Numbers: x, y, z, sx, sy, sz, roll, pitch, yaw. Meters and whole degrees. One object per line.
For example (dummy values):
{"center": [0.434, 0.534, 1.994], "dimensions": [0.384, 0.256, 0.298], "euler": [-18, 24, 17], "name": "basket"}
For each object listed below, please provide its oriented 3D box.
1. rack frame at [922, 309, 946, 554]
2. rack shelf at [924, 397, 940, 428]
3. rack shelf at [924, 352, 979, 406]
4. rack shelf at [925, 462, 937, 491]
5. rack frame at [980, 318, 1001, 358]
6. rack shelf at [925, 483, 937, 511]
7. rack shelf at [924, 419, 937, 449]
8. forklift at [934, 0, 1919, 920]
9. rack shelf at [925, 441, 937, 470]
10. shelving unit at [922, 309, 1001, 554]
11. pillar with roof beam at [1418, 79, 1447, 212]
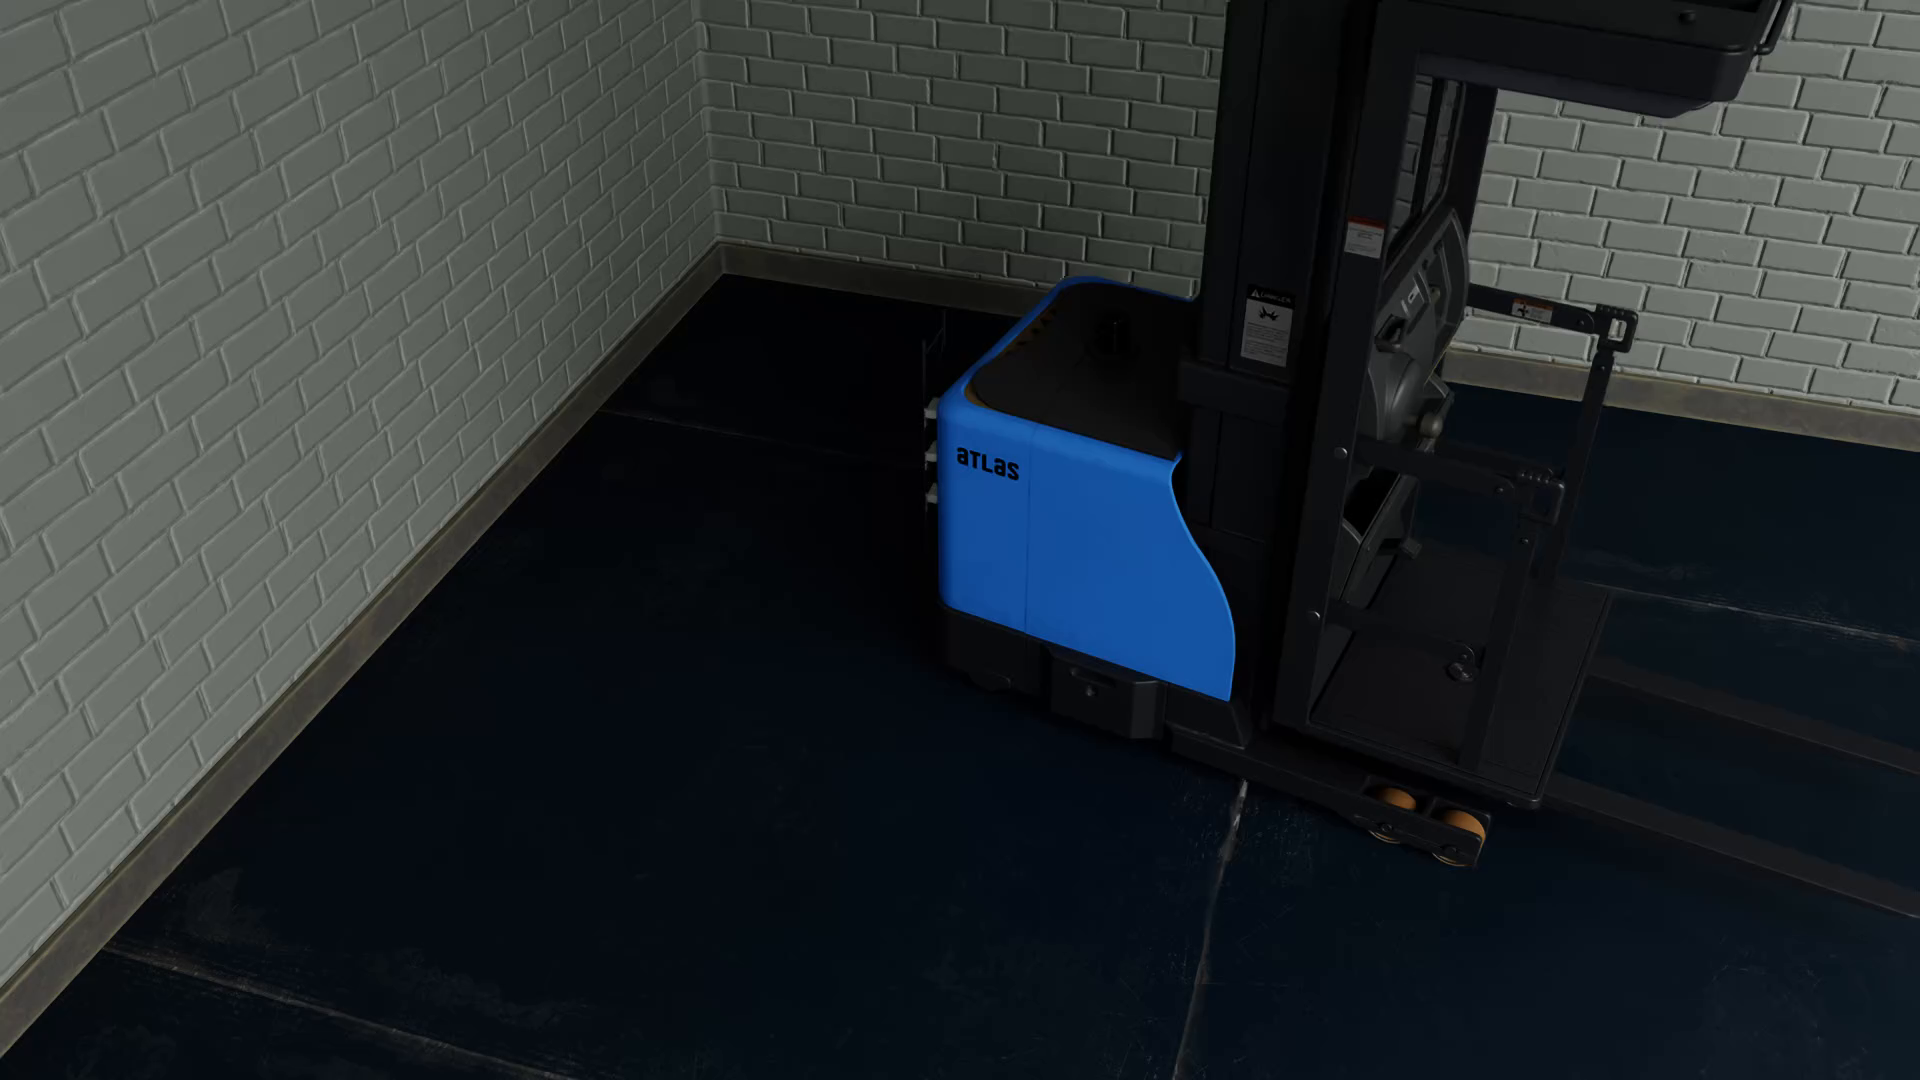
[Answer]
{"center": [-0.089, -0.379, 6.006], "dimensions": [0.006, 0.900, 0.240], "euler": [10, 38, 14], "name": "rack frame"}
{"center": [0.008, -0.479, 5.894], "dimensions": [0.200, 0.077, 0.258], "euler": [10, 38, 14], "name": "rack shelf"}
{"center": [0.008, -0.552, 5.841], "dimensions": [0.200, 0.077, 0.258], "euler": [10, 38, 14], "name": "rack shelf"}
{"center": [0.008, -0.262, 6.054], "dimensions": [0.200, 0.077, 0.258], "euler": [10, 38, 14], "name": "rack shelf"}
{"center": [0.105, -0.343, 5.957], "dimensions": [0.006, 0.900, 0.240], "euler": [10, 38, 14], "name": "rack frame"}
{"center": [0.008, -0.189, 6.108], "dimensions": [0.200, 0.077, 0.258], "euler": [10, 38, 14], "name": "rack shelf"}
{"center": [0.008, -0.407, 5.948], "dimensions": [0.200, 0.077, 0.258], "euler": [10, 38, 14], "name": "rack shelf"}
{"center": [1.457, -0.575, 4.559], "dimensions": [3.031, 2.935, 1.130], "euler": [18, 40, 22], "name": "forklift"}
{"center": [0.008, -0.334, 6.001], "dimensions": [0.200, 0.077, 0.258], "euler": [10, 38, 14], "name": "rack shelf"}
{"center": [0.008, -0.361, 5.981], "dimensions": [0.210, 0.900, 0.258], "euler": [10, 38, 14], "name": "shelving unit"}
{"center": [0.381, -1.881, 1.214], "dimensions": [0.400, 9.000, 9.100], "euler": [10, 38, 14], "name": "pillar with roof beam"}
